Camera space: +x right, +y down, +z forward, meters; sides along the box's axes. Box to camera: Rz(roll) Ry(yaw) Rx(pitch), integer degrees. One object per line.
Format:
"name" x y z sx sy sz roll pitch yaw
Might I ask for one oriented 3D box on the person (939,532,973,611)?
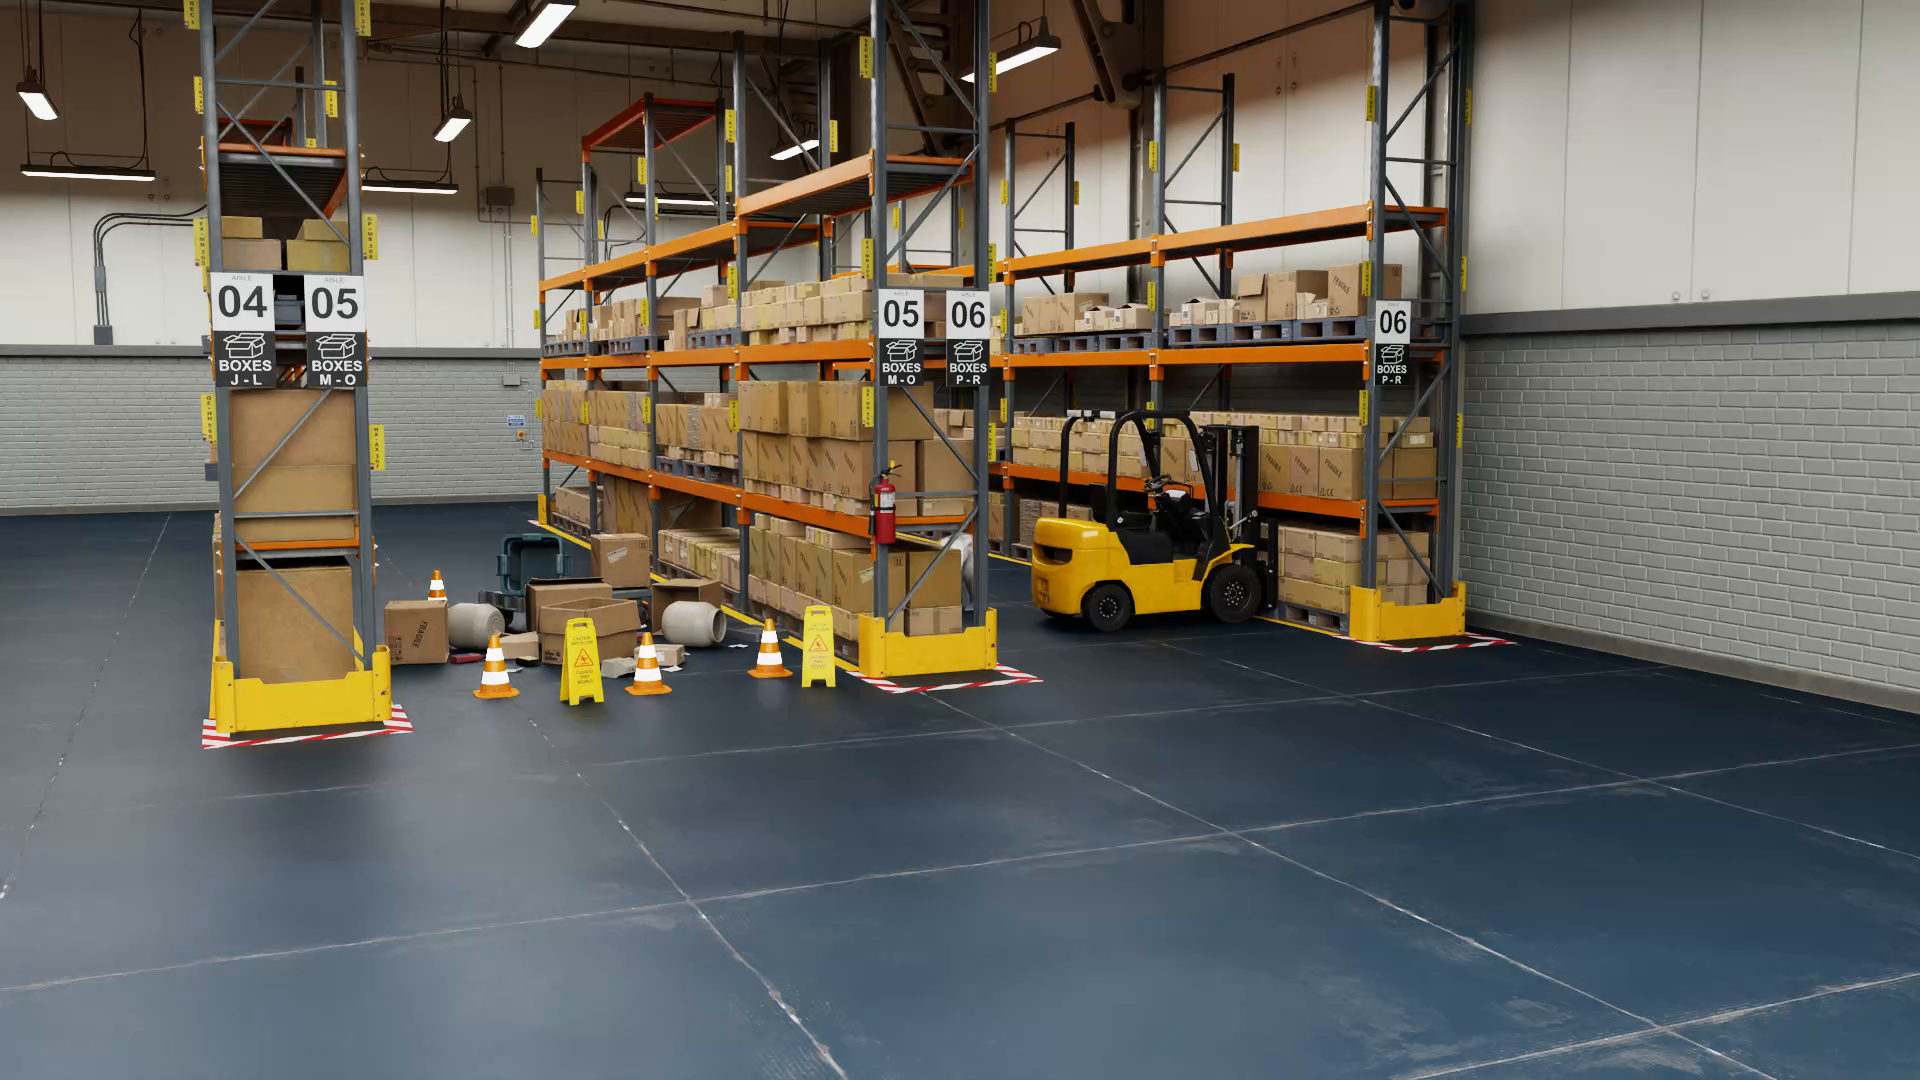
"person" -0.056 0.351 17.712 0.474 0.846 0.910 3 6 31
